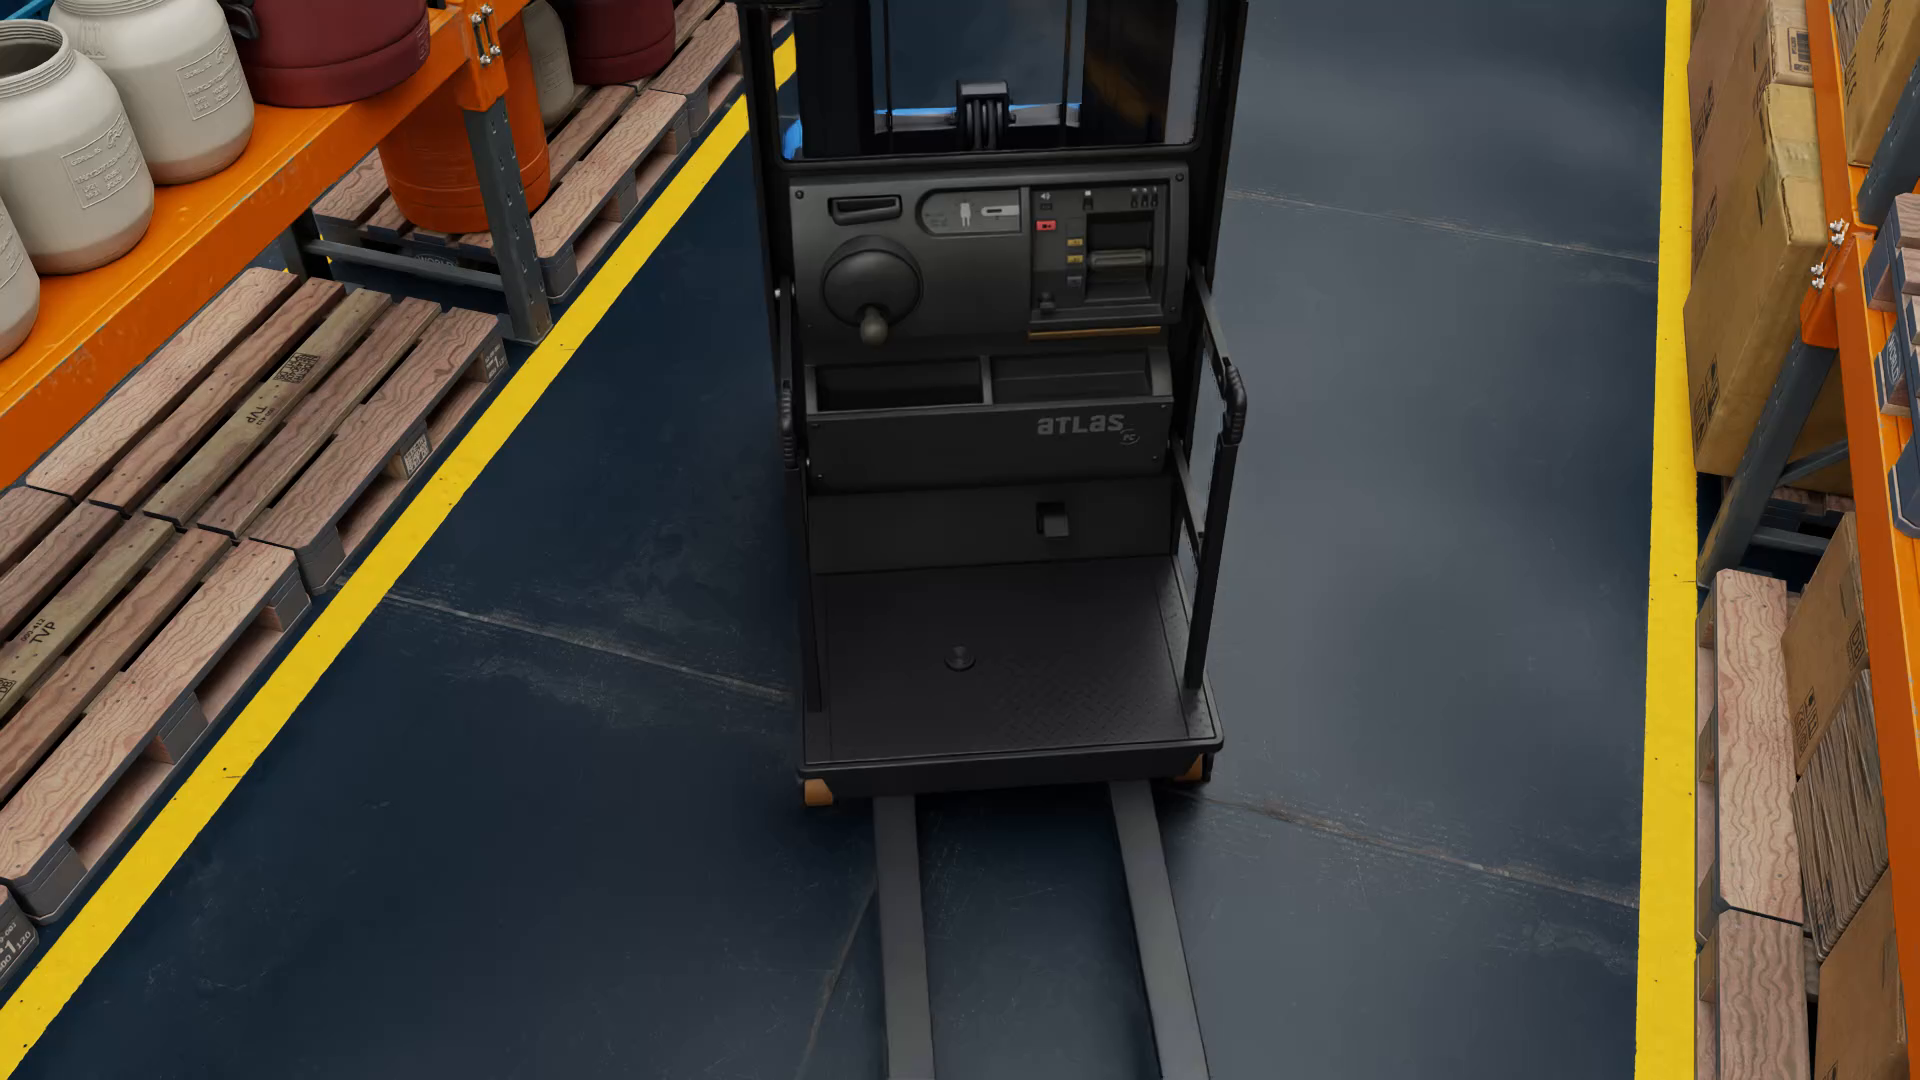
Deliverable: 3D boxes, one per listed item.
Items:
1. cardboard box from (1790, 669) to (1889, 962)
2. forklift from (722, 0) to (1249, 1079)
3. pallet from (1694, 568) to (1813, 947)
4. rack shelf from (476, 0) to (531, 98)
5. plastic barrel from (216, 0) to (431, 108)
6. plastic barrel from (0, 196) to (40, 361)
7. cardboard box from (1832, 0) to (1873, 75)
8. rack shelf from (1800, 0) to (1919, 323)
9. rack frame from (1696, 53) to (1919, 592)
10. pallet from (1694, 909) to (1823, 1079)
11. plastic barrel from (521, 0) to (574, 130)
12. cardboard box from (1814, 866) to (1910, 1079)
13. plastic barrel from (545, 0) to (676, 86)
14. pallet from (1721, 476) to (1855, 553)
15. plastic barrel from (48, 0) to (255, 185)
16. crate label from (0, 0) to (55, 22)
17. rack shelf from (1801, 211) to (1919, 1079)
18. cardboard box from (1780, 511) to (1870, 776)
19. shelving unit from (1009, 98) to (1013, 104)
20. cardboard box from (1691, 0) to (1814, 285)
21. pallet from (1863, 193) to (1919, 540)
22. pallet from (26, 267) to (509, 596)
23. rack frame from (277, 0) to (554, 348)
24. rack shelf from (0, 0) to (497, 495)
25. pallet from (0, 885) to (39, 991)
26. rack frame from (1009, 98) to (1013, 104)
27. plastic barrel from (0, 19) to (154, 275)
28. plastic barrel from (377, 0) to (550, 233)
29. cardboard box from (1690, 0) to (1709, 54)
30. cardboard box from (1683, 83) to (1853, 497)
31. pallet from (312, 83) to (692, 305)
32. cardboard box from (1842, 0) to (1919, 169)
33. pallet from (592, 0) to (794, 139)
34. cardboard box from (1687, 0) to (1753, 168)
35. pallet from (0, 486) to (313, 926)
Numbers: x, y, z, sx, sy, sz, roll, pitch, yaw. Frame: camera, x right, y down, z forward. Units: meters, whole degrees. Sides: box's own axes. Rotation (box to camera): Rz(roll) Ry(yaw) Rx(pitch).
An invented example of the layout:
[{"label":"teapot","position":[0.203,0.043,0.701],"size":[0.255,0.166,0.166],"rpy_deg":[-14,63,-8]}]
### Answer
[{"label":"cardboard box","position":[2.412,0.701,3.862],"size":[0.700,0.500,0.500],"rpy_deg":[9,45,9]},{"label":"forklift","position":[0.093,-0.578,3.745],"size":[1.130,2.935,3.031],"rpy_deg":[-3,44,-3]},{"label":"pallet","position":[2.513,0.659,4.426],"size":[1.003,0.211,1.213],"rpy_deg":[13,46,13]},{"label":"rack shelf","position":[-1.363,-2.983,6.668],"size":[1.077,0.370,4.000],"rpy_deg":[13,46,13]},{"label":"plastic barrel","position":[-1.821,-1.583,4.625],"size":[0.600,0.536,0.708],"rpy_deg":[13,46,13]},{"label":"plastic barrel","position":[-2.328,-0.658,3.681],"size":[0.433,0.535,0.433],"rpy_deg":[0,44,0]},{"label":"cardboard box","position":[2.821,-1.607,4.676],"size":[0.500,0.500,0.500],"rpy_deg":[12,46,12]},{"label":"rack shelf","position":[3.357,-1.934,5.596],"size":[1.077,0.370,4.000],"rpy_deg":[13,46,13]},{"label":"rack frame","position":[2.752,-0.858,3.982],"size":[1.000,3.000,0.127],"rpy_deg":[13,46,13]},{"label":"pallet","position":[2.142,1.469,3.597],"size":[1.003,0.211,1.213],"rpy_deg":[13,46,13]},{"label":"plastic barrel","position":[-1.751,-1.893,6.519],"size":[0.421,0.512,0.421],"rpy_deg":[0,44,0]},{"label":"cardboard box","position":[2.247,1.080,3.474],"size":[0.700,0.500,0.500],"rpy_deg":[16,47,16]},{"label":"plastic barrel","position":[-1.495,-2.278,6.857],"size":[0.600,0.588,0.708],"rpy_deg":[13,46,13]},{"label":"pallet","position":[3.062,-0.371,5.478],"size":[1.003,0.211,1.213],"rpy_deg":[13,46,13]},{"label":"plastic barrel","position":[-2.077,-1.216,4.268],"size":[0.421,0.512,0.421],"rpy_deg":[0,44,0]},{"label":"crate label","position":[-2.527,-1.315,4.424],"size":[0.502,0.435,0.616],"rpy_deg":[13,46,13]},{"label":"rack shelf","position":[2.146,0.732,2.872],"size":[1.077,0.370,4.000],"rpy_deg":[13,46,13]},{"label":"cardboard box","position":[2.568,0.329,4.242],"size":[0.700,0.500,0.500],"rpy_deg":[10,45,10]},{"label":"shelving unit","position":[0.246,-1.032,5.658],"size":[0.258,0.900,0.210],"rpy_deg":[11,45,13]},{"label":"cardboard box","position":[3.258,-1.297,5.650],"size":[1.225,0.875,0.875],"rpy_deg":[13,46,13]},{"label":"pallet","position":[2.637,-0.292,3.541],"size":[1.213,0.211,1.003],"rpy_deg":[13,46,13]},{"label":"pallet","position":[-2.240,-0.403,5.511],"size":[1.003,0.211,1.213],"rpy_deg":[13,46,13]},{"label":"rack frame","position":[-1.969,-1.907,5.055],"size":[1.000,3.000,0.127],"rpy_deg":[13,46,13]},{"label":"rack shelf","position":[-2.575,-0.317,3.944],"size":[1.077,0.370,4.000],"rpy_deg":[13,46,13]},{"label":"pallet","position":[-2.979,1.224,3.848],"size":[1.003,0.211,1.213],"rpy_deg":[13,46,13]},{"label":"rack frame","position":[0.276,-1.100,5.728],"size":[0.240,0.900,0.006],"rpy_deg":[11,45,13]},{"label":"plastic barrel","position":[-2.204,-0.936,3.982],"size":[0.421,0.512,0.421],"rpy_deg":[0,44,0]},{"label":"plastic barrel","position":[-1.837,-1.612,6.004],"size":[0.600,0.830,0.708],"rpy_deg":[13,46,13]},{"label":"cardboard box","position":[3.788,-2.484,6.863],"size":[1.225,0.875,0.875],"rpy_deg":[13,46,13]},{"label":"cardboard box","position":[2.980,-0.705,5.044],"size":[1.225,0.875,0.875],"rpy_deg":[11,45,11]},{"label":"pallet","position":[-1.770,-1.445,6.576],"size":[1.003,0.211,1.213],"rpy_deg":[13,46,13]},{"label":"cardboard box","position":[2.665,-1.276,4.337],"size":[0.500,0.500,0.500],"rpy_deg":[14,46,14]},{"label":"pallet","position":[-1.399,-2.256,7.404],"size":[1.003,0.211,1.213],"rpy_deg":[13,46,13]},{"label":"cardboard box","position":[3.518,-1.889,6.254],"size":[1.225,0.875,0.875],"rpy_deg":[11,45,11]},{"label":"pallet","position":[-2.612,0.408,4.682],"size":[1.003,0.211,1.213],"rpy_deg":[13,46,13]}]
